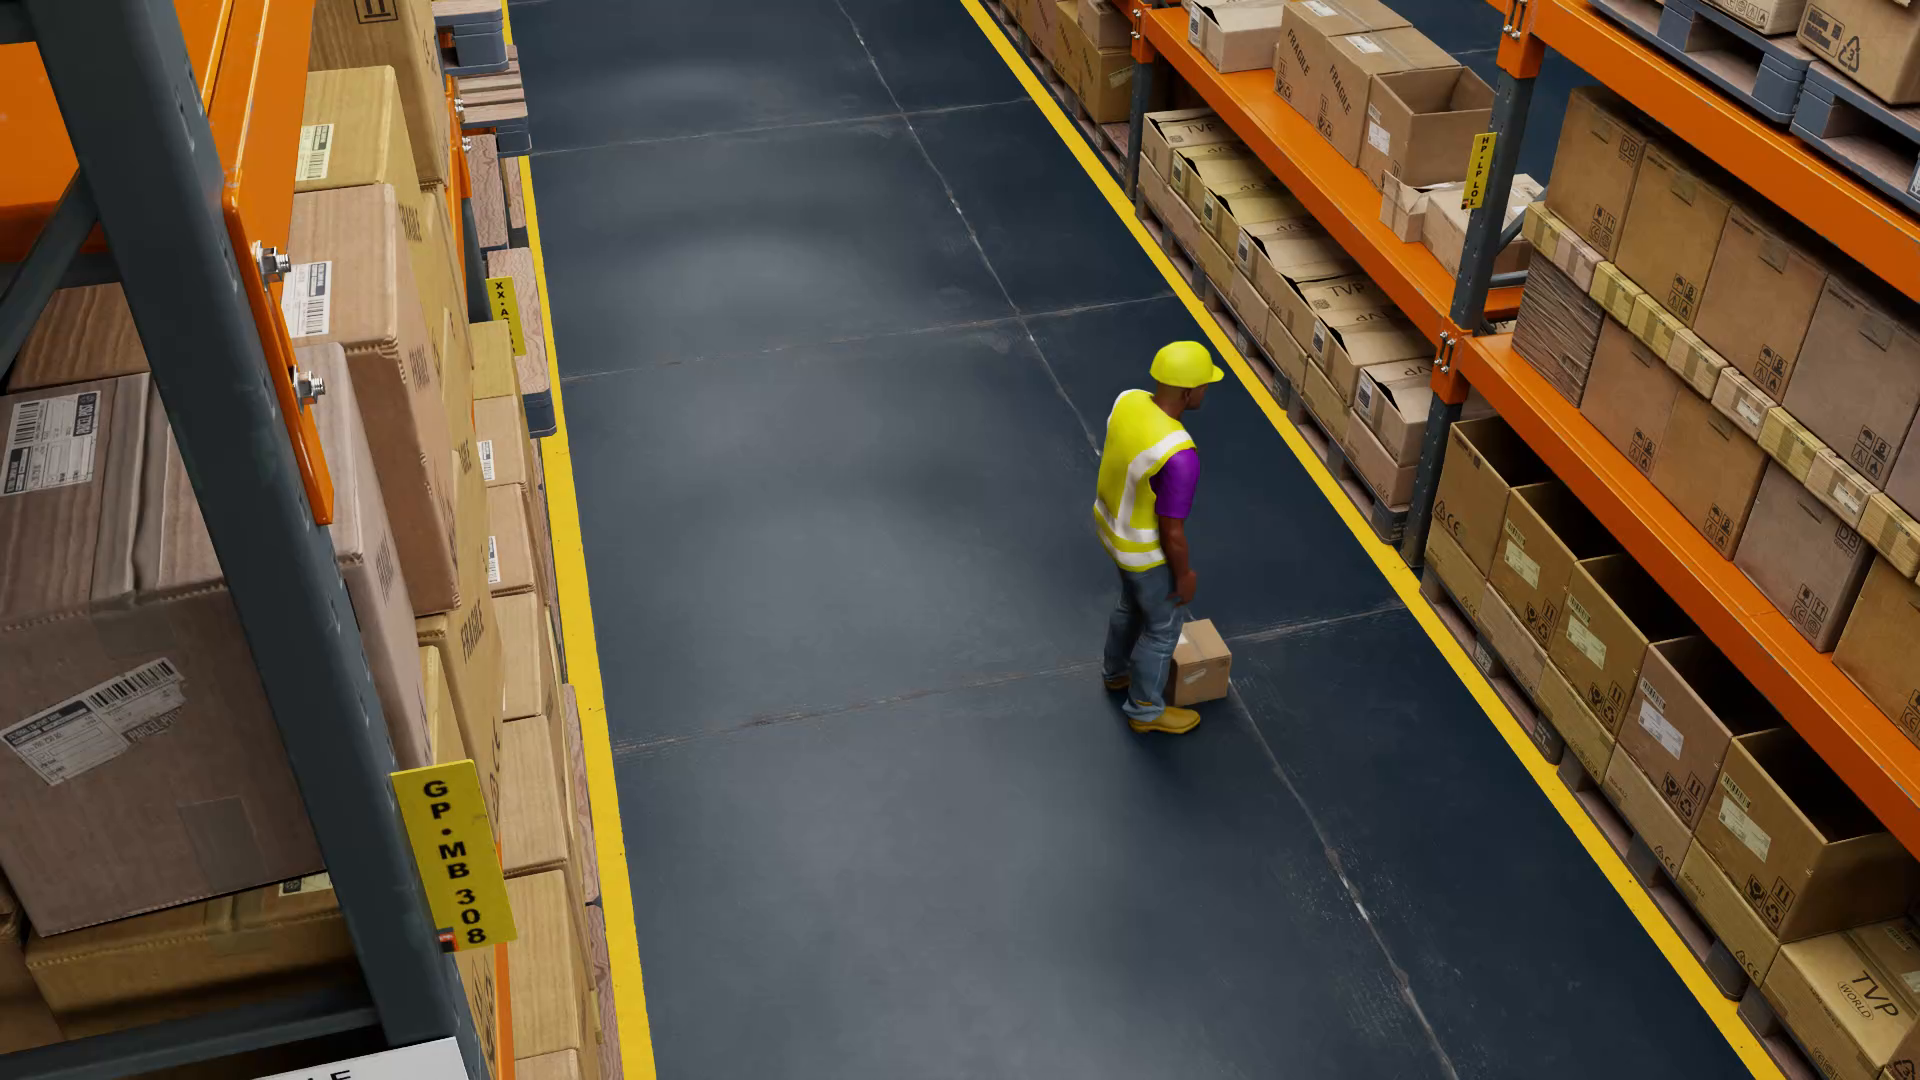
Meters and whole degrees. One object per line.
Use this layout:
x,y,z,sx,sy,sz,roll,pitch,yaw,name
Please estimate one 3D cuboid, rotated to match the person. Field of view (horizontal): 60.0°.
0.785,-0.015,6.720,0.461,1.759,0.621,-11,39,-14,person
